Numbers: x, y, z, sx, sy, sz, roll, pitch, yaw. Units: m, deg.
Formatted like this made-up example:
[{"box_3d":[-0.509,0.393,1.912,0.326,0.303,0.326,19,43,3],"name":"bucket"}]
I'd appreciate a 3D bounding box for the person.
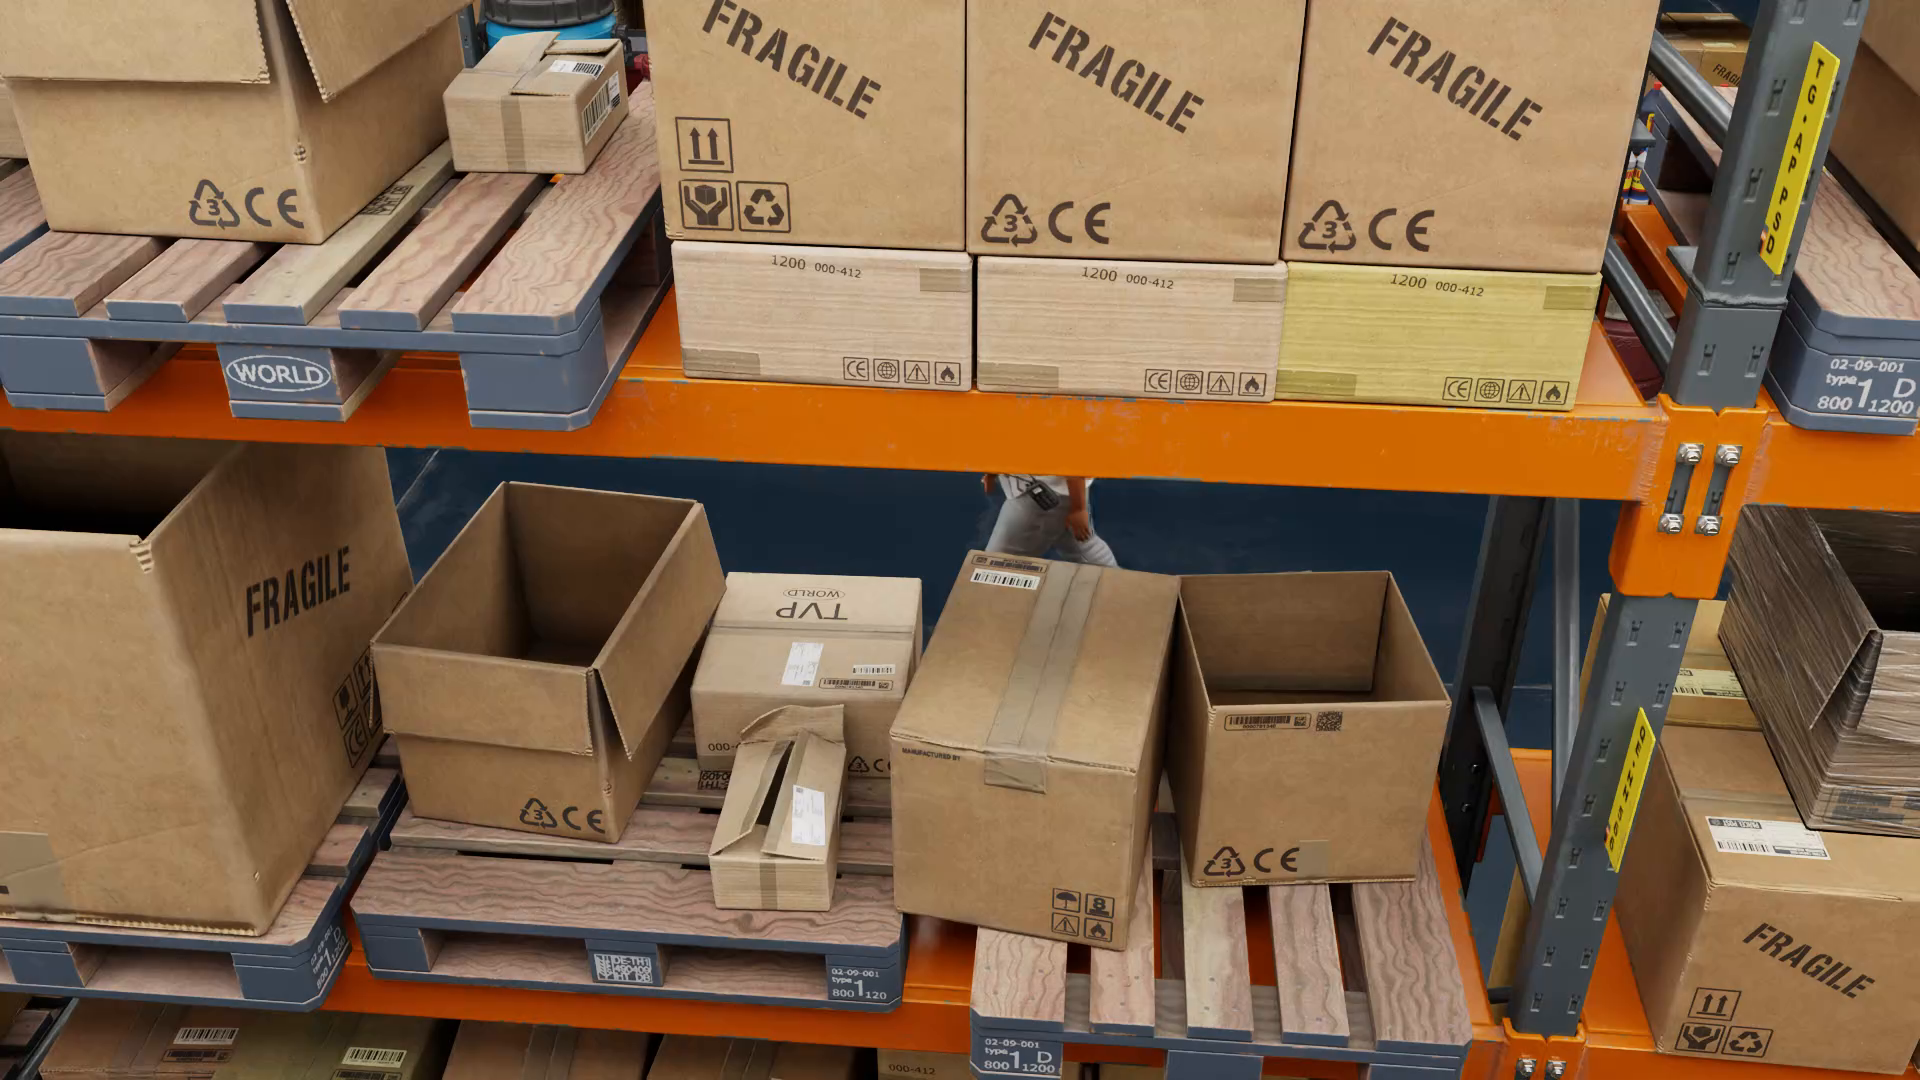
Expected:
[{"box_3d":[0.262,-0.244,6.517,0.999,1.590,0.507,-3,32,-5],"name":"person"}]
